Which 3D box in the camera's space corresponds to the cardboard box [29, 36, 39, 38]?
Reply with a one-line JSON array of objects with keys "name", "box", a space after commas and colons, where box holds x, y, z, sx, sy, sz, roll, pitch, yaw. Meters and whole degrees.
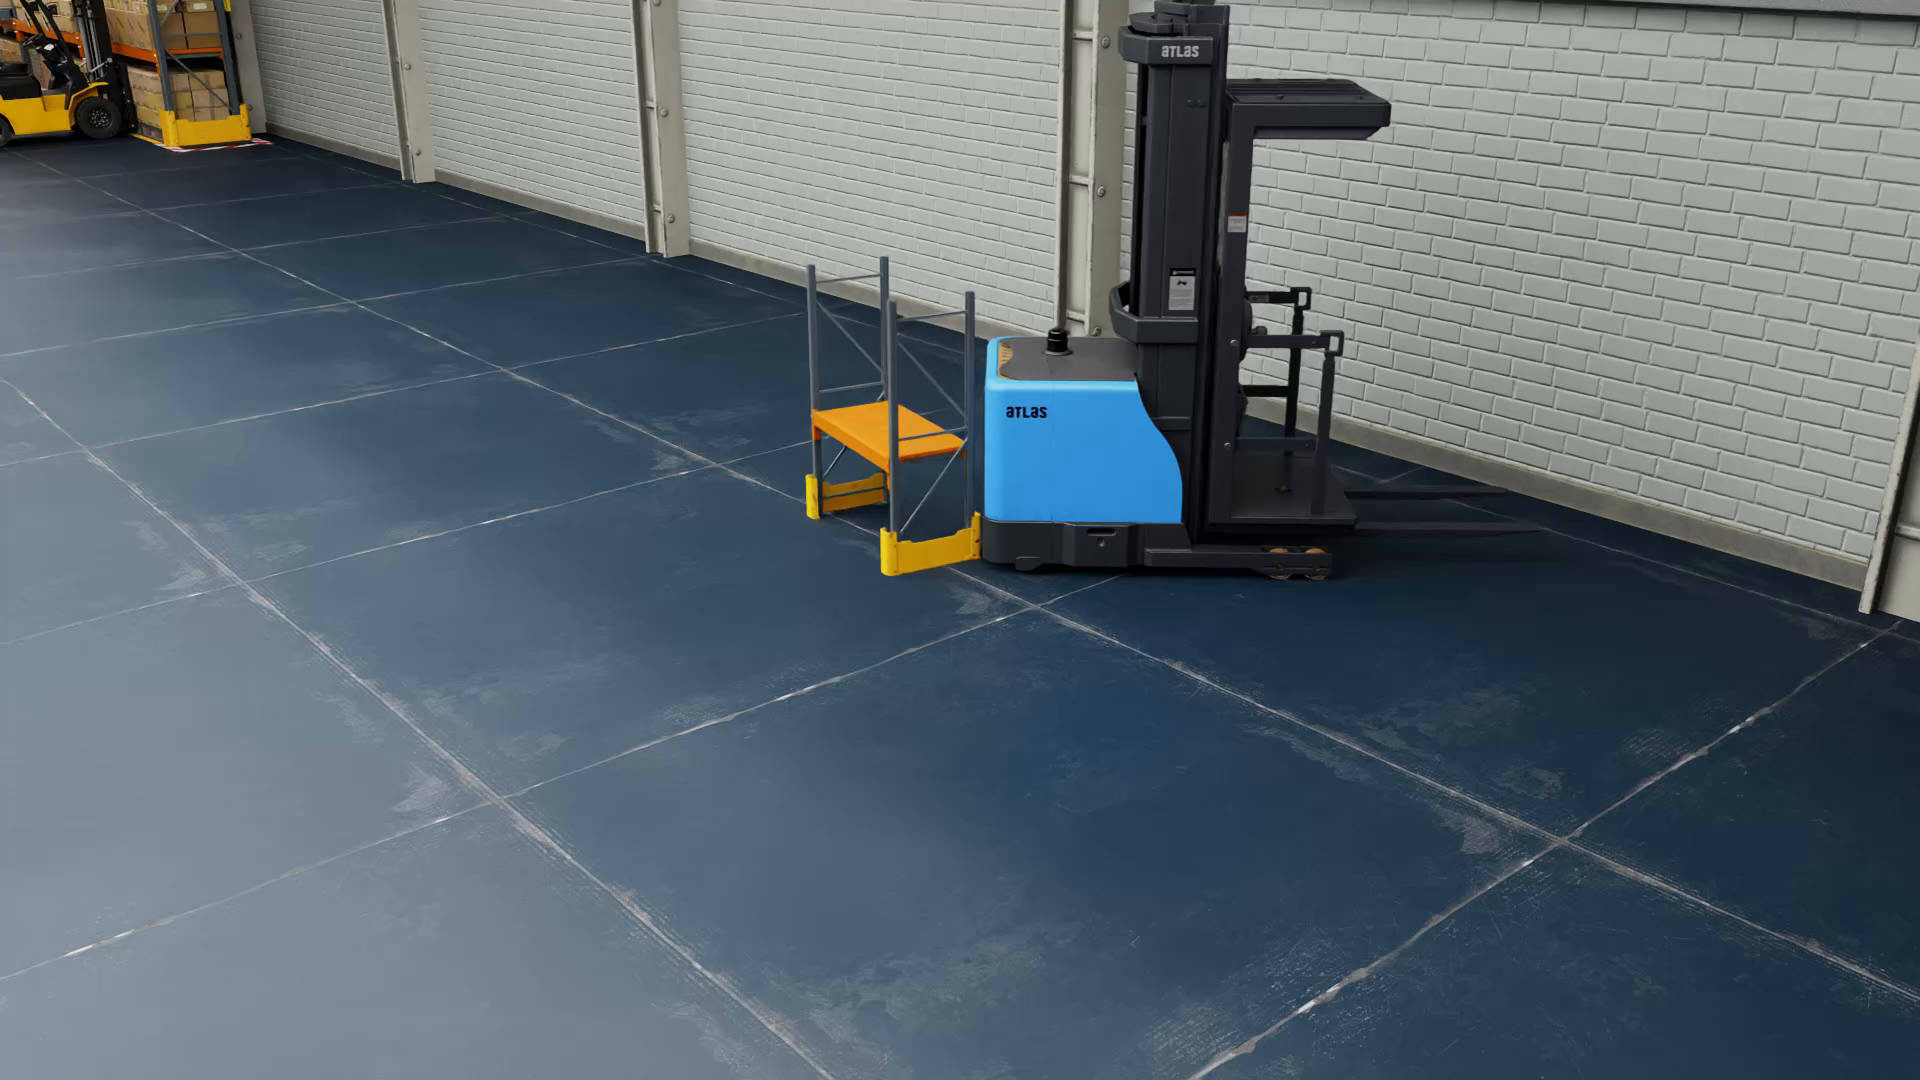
[{"name": "cardboard box", "box": [-17.385, -9.430, 31.408, 0.380, 0.149, 0.250, -19, 28, -39]}]

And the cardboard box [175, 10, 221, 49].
[{"name": "cardboard box", "box": [-11.143, -7.488, 24.351, 0.500, 0.500, 0.500, -16, 27, -36]}]

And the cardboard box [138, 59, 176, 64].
[{"name": "cardboard box", "box": [-12.511, -7.355, 25.972, 0.500, 0.250, 0.500, -17, 27, -37]}]

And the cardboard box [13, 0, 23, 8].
[{"name": "cardboard box", "box": [-16.166, -9.425, 28.954, 0.500, 0.250, 0.500, -17, 27, -37]}]

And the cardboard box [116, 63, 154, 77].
[{"name": "cardboard box", "box": [-12.566, -7.090, 25.297, 0.500, 0.250, 0.500, -18, 28, -38]}]

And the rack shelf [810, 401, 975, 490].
[{"name": "rack shelf", "box": [-0.391, -0.554, 9.336, 0.538, 0.185, 1.000, -11, 24, -27]}]

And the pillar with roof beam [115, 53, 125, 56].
[{"name": "pillar with roof beam", "box": [-17.979, -11.071, 25.412, 9.100, 9.000, 0.400, -17, 27, -37]}]

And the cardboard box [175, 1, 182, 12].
[{"name": "cardboard box", "box": [-11.264, -7.795, 24.247, 0.380, 0.149, 0.250, -17, 27, -37]}]

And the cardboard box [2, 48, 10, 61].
[{"name": "cardboard box", "box": [-17.353, -8.830, 30.768, 0.500, 0.500, 0.500, -16, 27, -35]}]

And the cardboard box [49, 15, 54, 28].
[{"name": "cardboard box", "box": [-14.801, -8.632, 27.617, 0.500, 0.250, 0.500, -17, 27, -37]}]

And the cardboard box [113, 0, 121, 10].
[{"name": "cardboard box", "box": [-12.324, -7.964, 24.679, 0.380, 0.149, 0.250, -17, 27, -37]}]

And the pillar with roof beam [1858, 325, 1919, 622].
[{"name": "pillar with roof beam", "box": [1.603, -2.783, 4.250, 9.100, 9.000, 0.400, -17, 27, -37]}]

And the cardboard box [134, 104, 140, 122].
[{"name": "cardboard box", "box": [-12.213, -6.488, 25.130, 0.500, 0.250, 0.500, -17, 27, -37]}]

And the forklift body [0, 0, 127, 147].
[{"name": "forklift body", "box": [-13.650, -6.933, 24.235, 2.313, 2.155, 1.214, -17, 27, -37]}]

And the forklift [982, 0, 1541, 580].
[{"name": "forklift", "box": [1.647, -1.348, 8.906, 3.031, 2.935, 1.130, 1, 21, 2]}]

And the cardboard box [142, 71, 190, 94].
[{"name": "cardboard box", "box": [-11.567, -6.672, 24.229, 0.500, 0.250, 0.500, -16, 27, -36]}]

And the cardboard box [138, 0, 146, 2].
[{"name": "cardboard box", "box": [-11.608, -7.835, 23.940, 0.380, 0.149, 0.250, -17, 27, -37]}]

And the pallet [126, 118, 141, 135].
[{"name": "pallet", "box": [-12.353, -6.478, 25.734, 1.003, 0.211, 1.213, -17, 27, -37]}]

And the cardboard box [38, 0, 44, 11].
[{"name": "cardboard box", "box": [-15.141, -9.008, 27.890, 0.500, 0.250, 0.500, -17, 27, -37]}]

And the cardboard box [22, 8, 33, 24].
[{"name": "cardboard box", "box": [-15.823, -9.058, 28.702, 0.500, 0.250, 0.500, -18, 28, -39]}]

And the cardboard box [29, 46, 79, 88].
[{"name": "cardboard box", "box": [-15.855, -8.363, 29.402, 0.875, 0.625, 0.625, -16, 27, -36]}]

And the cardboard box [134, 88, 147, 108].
[{"name": "cardboard box", "box": [-11.903, -6.587, 24.698, 0.500, 0.250, 0.500, -18, 28, -38]}]

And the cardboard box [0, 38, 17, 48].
[{"name": "cardboard box", "box": [-17.610, -9.231, 30.902, 0.380, 0.149, 0.250, -19, 28, -40]}]

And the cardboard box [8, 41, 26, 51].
[{"name": "cardboard box", "box": [-17.106, -9.009, 30.336, 0.380, 0.149, 0.250, -19, 28, -39]}]

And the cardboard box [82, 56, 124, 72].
[{"name": "cardboard box", "box": [-13.563, -7.516, 26.383, 0.500, 0.250, 0.500, -18, 28, -38]}]

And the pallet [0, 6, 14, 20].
[{"name": "pallet", "box": [-16.747, -9.530, 29.965, 1.213, 0.211, 1.003, -17, 27, -37]}]

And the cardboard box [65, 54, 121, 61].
[{"name": "cardboard box", "box": [-14.491, -7.791, 27.942, 0.875, 0.625, 0.625, -18, 28, -38]}]

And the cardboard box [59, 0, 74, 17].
[{"name": "cardboard box", "box": [-14.155, -8.581, 26.800, 0.500, 0.250, 0.500, -18, 28, -39]}]

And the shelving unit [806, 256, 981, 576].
[{"name": "shelving unit", "box": [-0.396, -0.725, 9.278, 0.587, 1.500, 1.083, -11, 24, -27]}]

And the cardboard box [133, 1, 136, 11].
[{"name": "cardboard box", "box": [-11.781, -7.766, 24.171, 0.380, 0.149, 0.250, -17, 27, -36]}]

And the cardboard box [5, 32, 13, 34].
[{"name": "cardboard box", "box": [-18.404, -9.854, 32.492, 0.380, 0.149, 0.250, -19, 28, -39]}]

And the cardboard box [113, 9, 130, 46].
[{"name": "cardboard box", "box": [-12.216, -7.645, 24.753, 0.500, 0.500, 0.500, -18, 28, -38]}]

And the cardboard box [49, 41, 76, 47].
[{"name": "cardboard box", "box": [-16.356, -9.000, 30.313, 0.380, 0.149, 0.250, -16, 26, -35]}]

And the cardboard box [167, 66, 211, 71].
[{"name": "cardboard box", "box": [-11.529, -6.934, 24.898, 0.500, 0.250, 0.500, -17, 27, -37]}]

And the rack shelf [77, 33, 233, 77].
[{"name": "rack shelf", "box": [-12.335, -7.456, 25.393, 1.077, 0.370, 4.000, -17, 27, -37]}]

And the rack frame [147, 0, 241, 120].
[{"name": "rack frame", "box": [-11.030, -7.238, 23.851, 1.000, 3.000, 0.127, -17, 27, -37]}]

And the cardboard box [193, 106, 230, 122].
[{"name": "cardboard box", "box": [-11.202, -6.336, 24.741, 0.500, 0.250, 0.500, -17, 27, -37]}]
